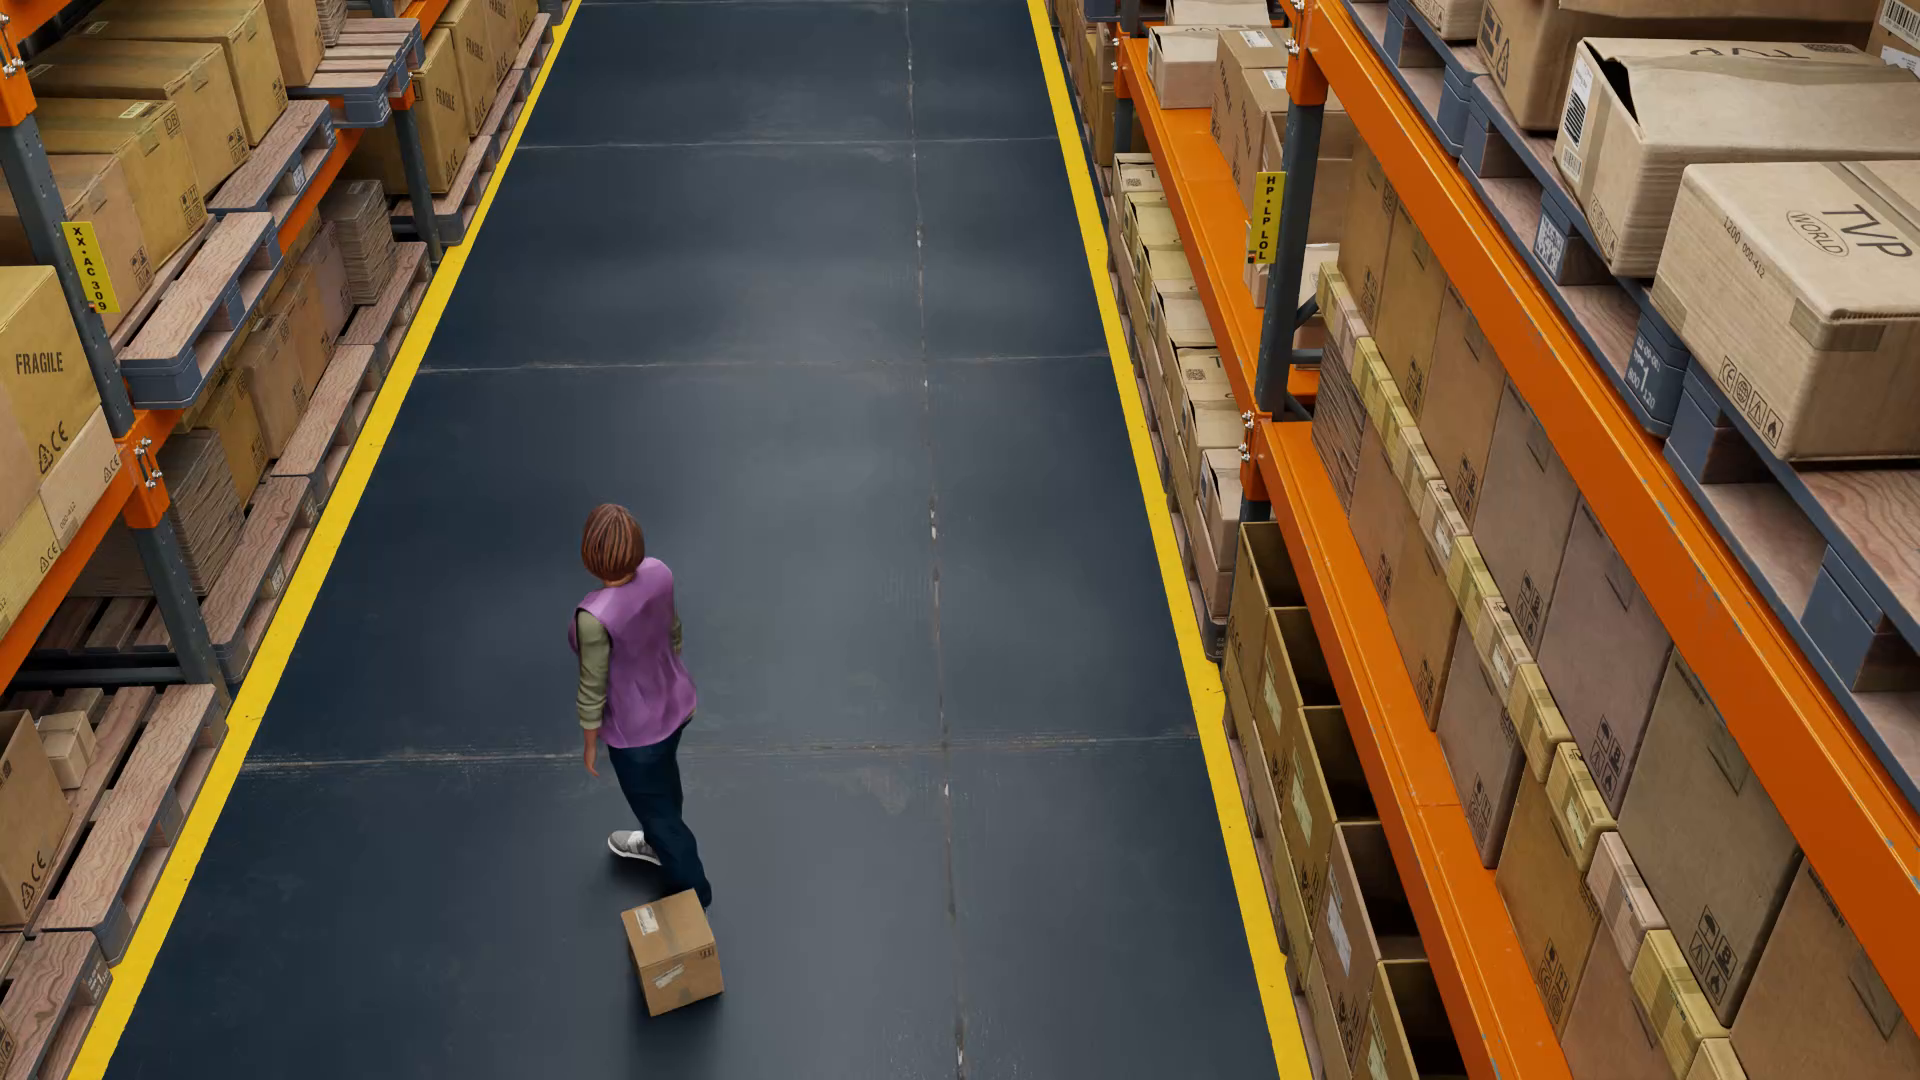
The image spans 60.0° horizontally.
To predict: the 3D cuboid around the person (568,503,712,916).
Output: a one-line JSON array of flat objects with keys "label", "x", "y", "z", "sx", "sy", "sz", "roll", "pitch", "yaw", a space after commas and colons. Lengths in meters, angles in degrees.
[{"label": "person", "x": -1.045, "y": 0.559, "z": 5.348, "sx": 0.516, "sy": 1.583, "sz": 0.500, "roll": 15, "pitch": 38, "yaw": 20}]
